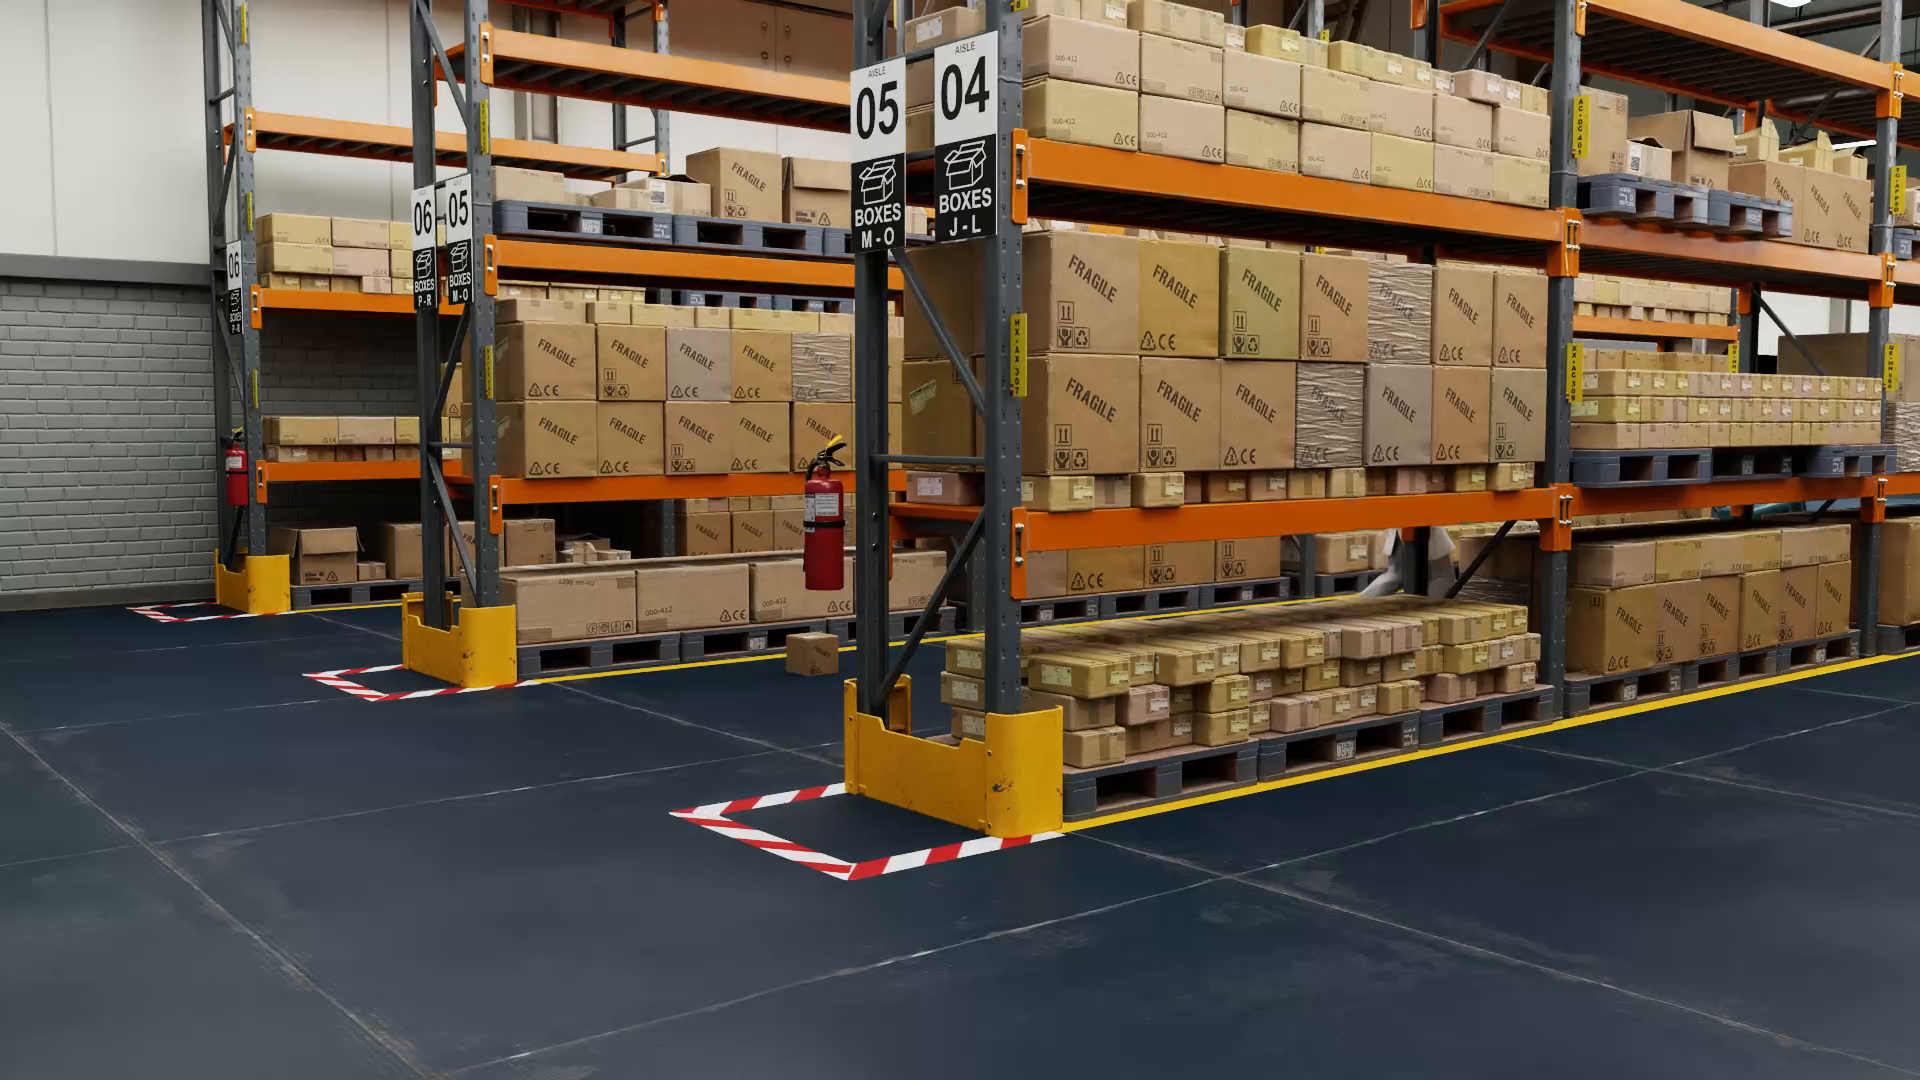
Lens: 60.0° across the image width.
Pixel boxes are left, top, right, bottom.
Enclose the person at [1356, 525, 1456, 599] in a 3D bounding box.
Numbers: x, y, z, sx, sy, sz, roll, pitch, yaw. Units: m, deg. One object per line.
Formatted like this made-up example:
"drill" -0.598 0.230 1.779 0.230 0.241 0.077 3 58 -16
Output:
"person" 3.323 -0.100 12.287 1.038 1.740 0.557 -1 4 -14
